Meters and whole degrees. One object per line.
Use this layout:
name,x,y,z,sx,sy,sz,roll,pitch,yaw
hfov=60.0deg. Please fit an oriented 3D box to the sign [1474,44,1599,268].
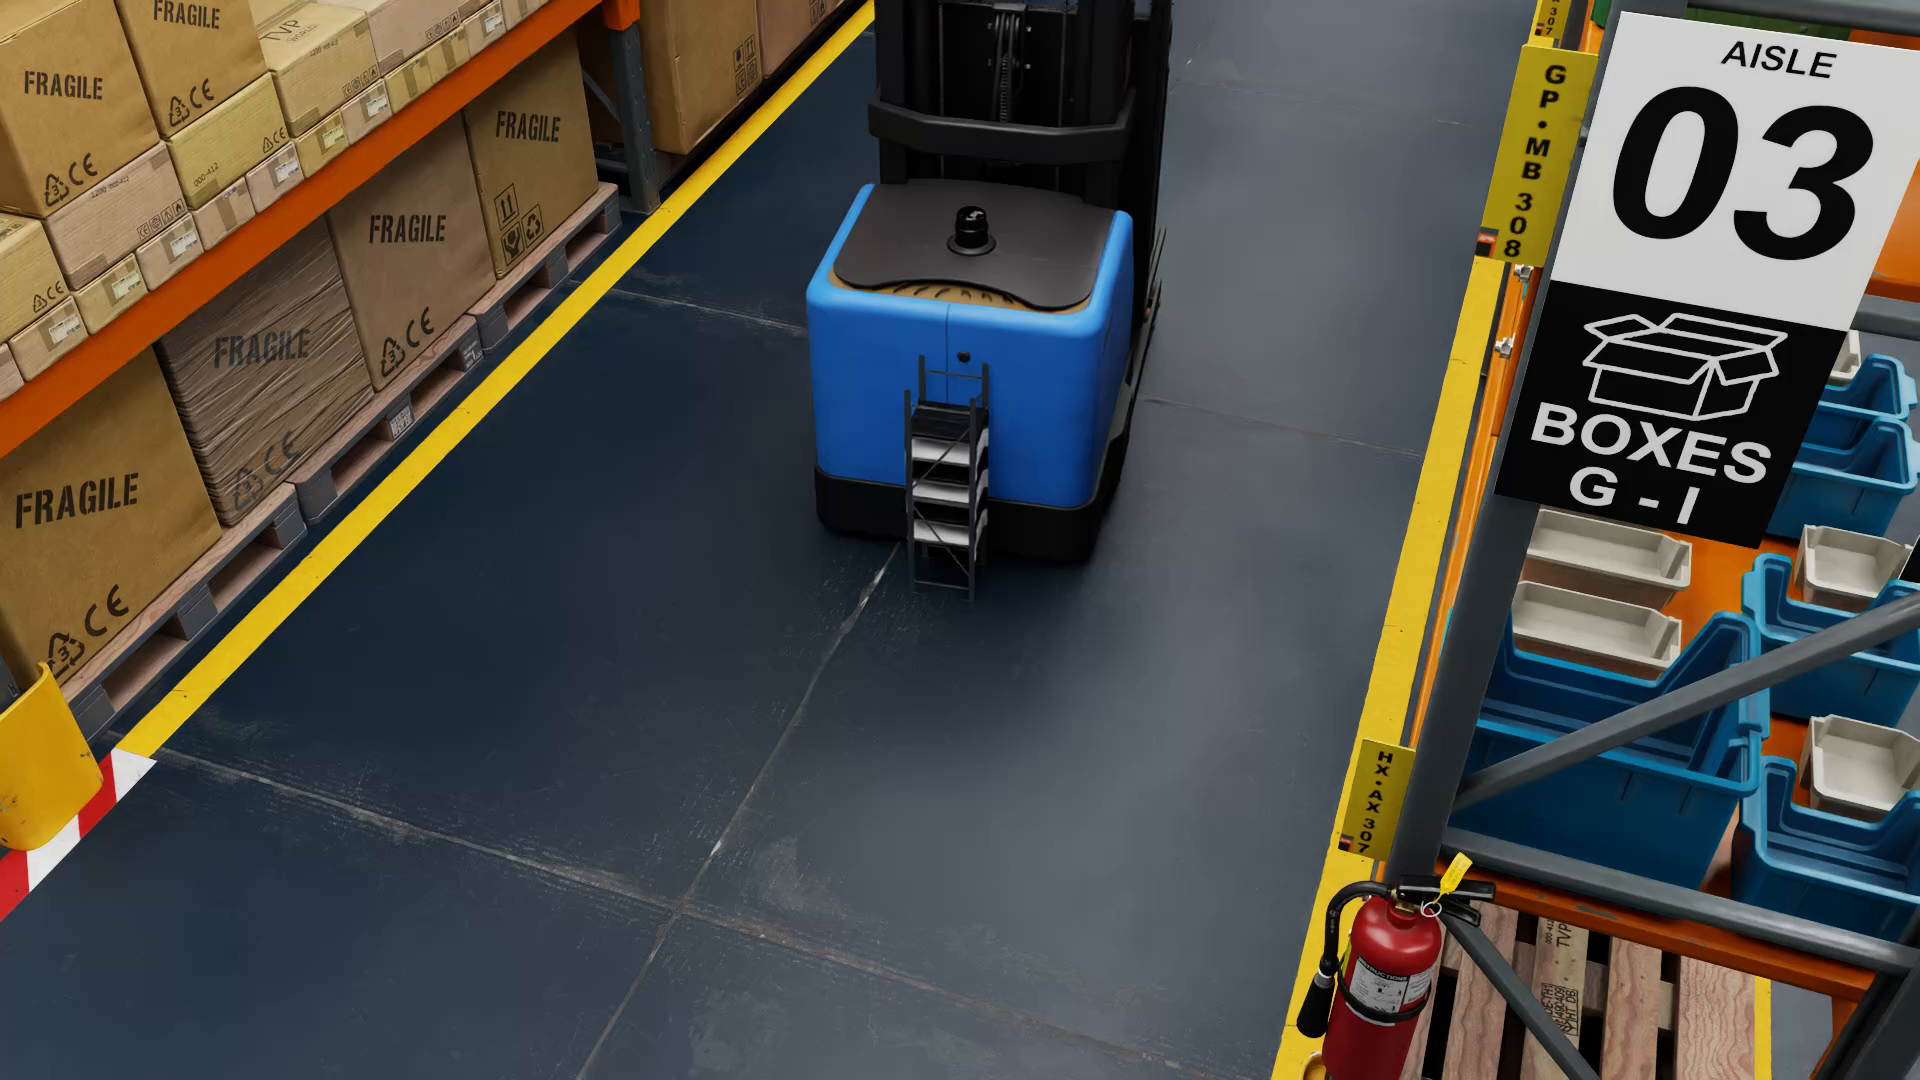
sign,0.805,-0.533,2.333,0.100,0.325,0.005,13,42,15

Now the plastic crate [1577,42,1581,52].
plastic crate,2.154,-1.317,5.387,0.402,0.464,0.583,13,42,15

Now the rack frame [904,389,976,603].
rack frame,-0.065,-0.134,5.714,0.240,0.900,0.006,8,41,9

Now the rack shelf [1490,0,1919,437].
rack shelf,2.011,-1.407,3.831,1.077,0.370,4.000,13,42,15

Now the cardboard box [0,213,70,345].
cardboard box,-2.909,-0.707,4.655,0.500,0.250,0.500,12,42,14

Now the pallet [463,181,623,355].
pallet,-2.293,-1.351,7.671,1.003,0.211,1.213,13,42,15

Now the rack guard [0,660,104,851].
rack guard,-3.335,0.547,5.224,1.175,0.500,0.348,13,42,15

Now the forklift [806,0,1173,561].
forklift,0.278,-2.004,6.340,1.130,2.935,3.031,8,41,9

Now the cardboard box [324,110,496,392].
cardboard box,-2.568,-1.276,6.748,0.875,0.875,0.875,13,42,15

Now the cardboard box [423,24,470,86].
cardboard box,-2.107,-1.876,6.332,0.380,0.149,0.250,14,42,16

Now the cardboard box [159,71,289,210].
cardboard box,-2.562,-1.332,5.386,0.500,0.250,0.500,12,42,14

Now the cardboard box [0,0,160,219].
cardboard box,-2.738,-1.298,4.769,0.500,0.500,0.500,12,42,14

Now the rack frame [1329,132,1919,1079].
rack frame,1.327,0.681,3.141,1.000,3.000,0.127,13,42,15

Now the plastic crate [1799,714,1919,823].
plastic crate,1.909,0.503,3.506,0.250,0.136,0.298,13,42,15

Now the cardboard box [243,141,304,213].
cardboard box,-2.458,-1.251,5.599,0.380,0.149,0.250,13,42,15

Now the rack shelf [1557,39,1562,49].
rack shelf,3.379,-2.705,7.664,1.077,0.370,4.000,13,42,15

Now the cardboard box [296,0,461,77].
cardboard box,-2.213,-1.959,6.122,0.500,0.250,0.500,14,42,16

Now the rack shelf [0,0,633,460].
rack shelf,-2.643,-1.365,6.093,1.077,0.370,4.000,13,42,15

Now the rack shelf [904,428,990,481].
rack shelf,-0.043,-0.310,5.694,0.258,0.077,0.200,8,41,9

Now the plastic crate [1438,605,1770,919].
plastic crate,1.266,0.399,3.398,0.616,0.435,0.499,13,42,15

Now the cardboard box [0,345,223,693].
cardboard box,-3.183,-0.178,5.461,0.875,0.875,0.875,13,42,15

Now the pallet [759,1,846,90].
pallet,-1.351,-3.031,9.640,1.003,0.211,1.213,13,42,15

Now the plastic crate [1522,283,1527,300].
plastic crate,1.789,-0.588,4.711,0.416,0.233,0.300,13,42,15

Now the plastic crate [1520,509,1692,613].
plastic crate,1.549,0.047,4.041,0.396,0.136,0.243,13,42,15

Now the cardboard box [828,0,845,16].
cardboard box,-1.159,-3.691,9.579,1.225,0.875,0.875,13,42,15

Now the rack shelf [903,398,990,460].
rack shelf,-0.043,-0.378,5.635,0.258,0.077,0.200,8,41,9

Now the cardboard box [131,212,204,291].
cardboard box,-2.634,-0.939,5.233,0.380,0.149,0.250,13,42,14

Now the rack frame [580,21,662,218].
rack frame,-1.959,-2.858,7.289,1.000,3.000,0.127,13,42,15

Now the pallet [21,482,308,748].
pallet,-3.127,0.137,5.927,1.003,0.211,1.213,13,42,15

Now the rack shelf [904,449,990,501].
rack shelf,-0.043,-0.241,5.752,0.258,0.077,0.200,8,41,9

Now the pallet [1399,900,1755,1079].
pallet,1.646,1.247,4.626,1.003,0.211,1.213,13,42,15

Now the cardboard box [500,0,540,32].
cardboard box,-1.931,-2.190,6.700,0.380,0.149,0.250,13,42,14

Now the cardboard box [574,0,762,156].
cardboard box,-1.759,-2.604,8.305,1.225,0.875,0.875,13,42,15

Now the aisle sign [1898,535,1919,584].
aisle sign,1.582,-0.198,2.169,0.394,0.787,0.004,13,42,15

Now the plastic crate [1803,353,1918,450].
plastic crate,2.274,-0.342,4.423,0.416,0.233,0.300,13,42,15

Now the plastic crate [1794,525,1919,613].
plastic crate,2.141,0.090,3.991,0.250,0.136,0.298,13,42,15

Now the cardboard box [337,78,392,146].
cardboard box,-2.283,-1.565,5.967,0.380,0.149,0.250,14,42,16

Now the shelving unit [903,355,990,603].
shelving unit,-0.043,-0.198,5.789,0.258,0.900,0.210,8,41,9

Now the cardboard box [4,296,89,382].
cardboard box,-2.809,-0.623,4.863,0.380,0.149,0.250,13,42,14
